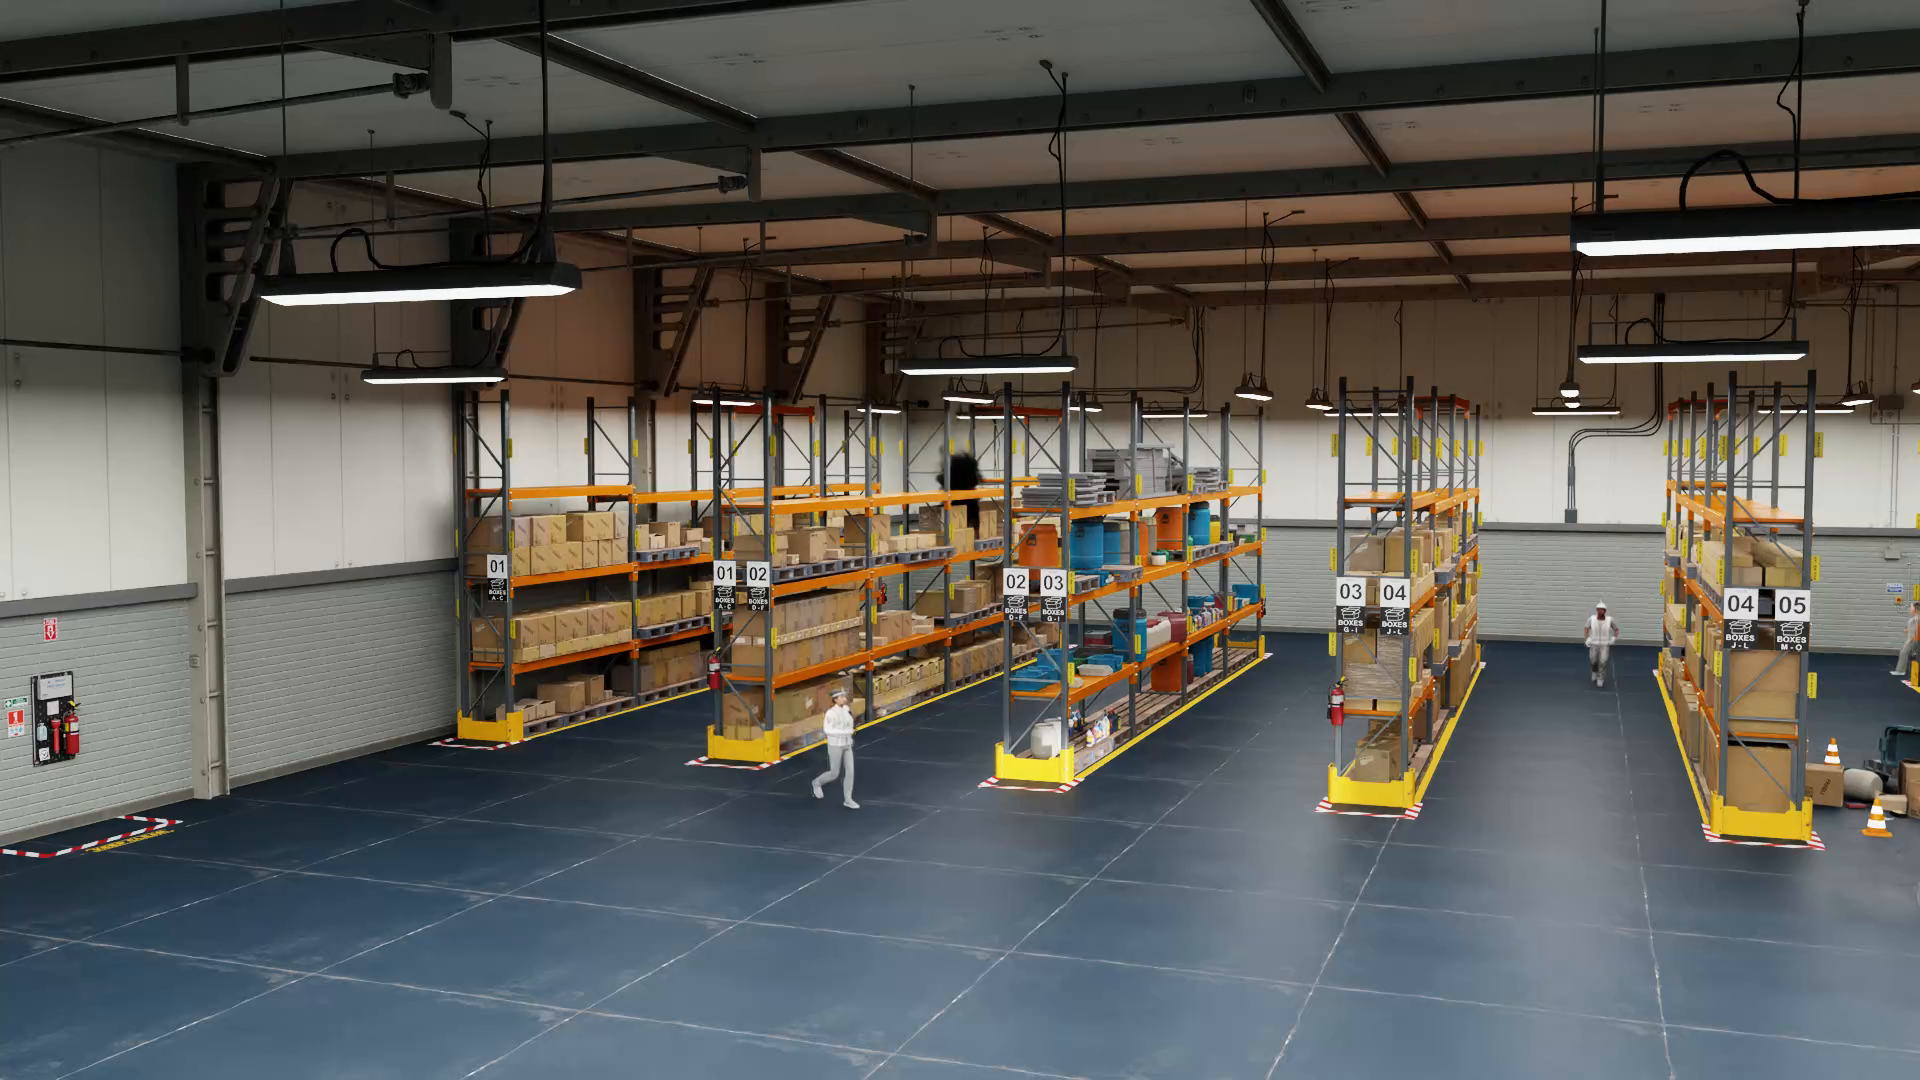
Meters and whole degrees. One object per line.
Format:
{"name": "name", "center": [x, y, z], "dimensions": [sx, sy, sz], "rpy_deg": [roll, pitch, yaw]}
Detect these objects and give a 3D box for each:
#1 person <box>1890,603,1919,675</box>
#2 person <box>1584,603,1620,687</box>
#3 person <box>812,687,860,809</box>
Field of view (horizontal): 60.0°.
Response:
{"name": "person", "center": [20.789, 2.174, 36.233], "dimensions": [0.940, 1.631, 0.634], "rpy_deg": [2, 4, 37]}
{"name": "person", "center": [13.537, 2.202, 35.087], "dimensions": [0.698, 1.750, 0.592], "rpy_deg": [1, 3, 24]}
{"name": "person", "center": [-1.712, 2.875, 23.221], "dimensions": [0.823, 1.669, 0.628], "rpy_deg": [2, 4, 38]}
